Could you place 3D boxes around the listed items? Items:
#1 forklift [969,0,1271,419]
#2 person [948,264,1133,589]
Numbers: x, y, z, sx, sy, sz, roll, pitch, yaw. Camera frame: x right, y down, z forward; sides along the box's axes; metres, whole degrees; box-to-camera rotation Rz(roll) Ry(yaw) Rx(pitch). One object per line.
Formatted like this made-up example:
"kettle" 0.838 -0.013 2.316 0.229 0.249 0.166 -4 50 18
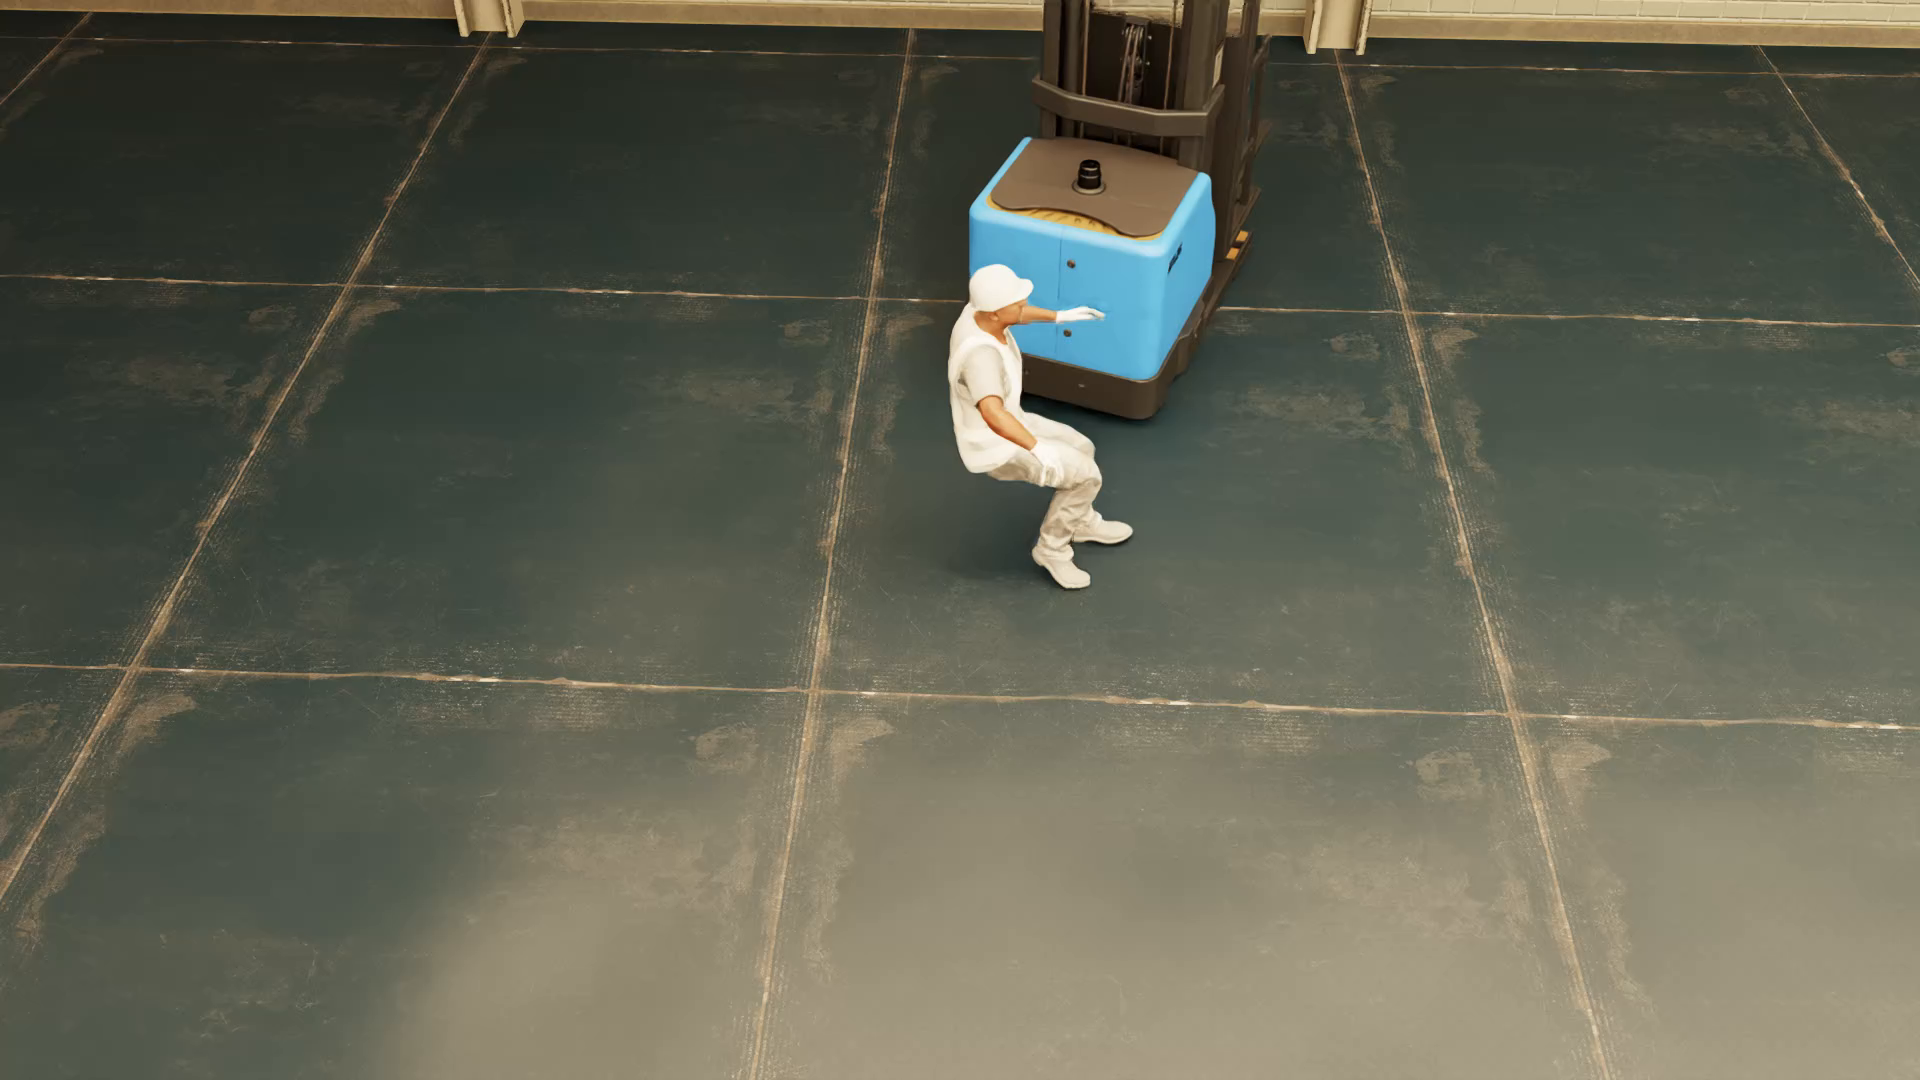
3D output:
"forklift" 1.064 -2.701 8.701 1.130 2.935 3.031 16 45 16
"person" 0.383 -0.522 7.352 0.882 1.543 1.027 -6 43 -6
